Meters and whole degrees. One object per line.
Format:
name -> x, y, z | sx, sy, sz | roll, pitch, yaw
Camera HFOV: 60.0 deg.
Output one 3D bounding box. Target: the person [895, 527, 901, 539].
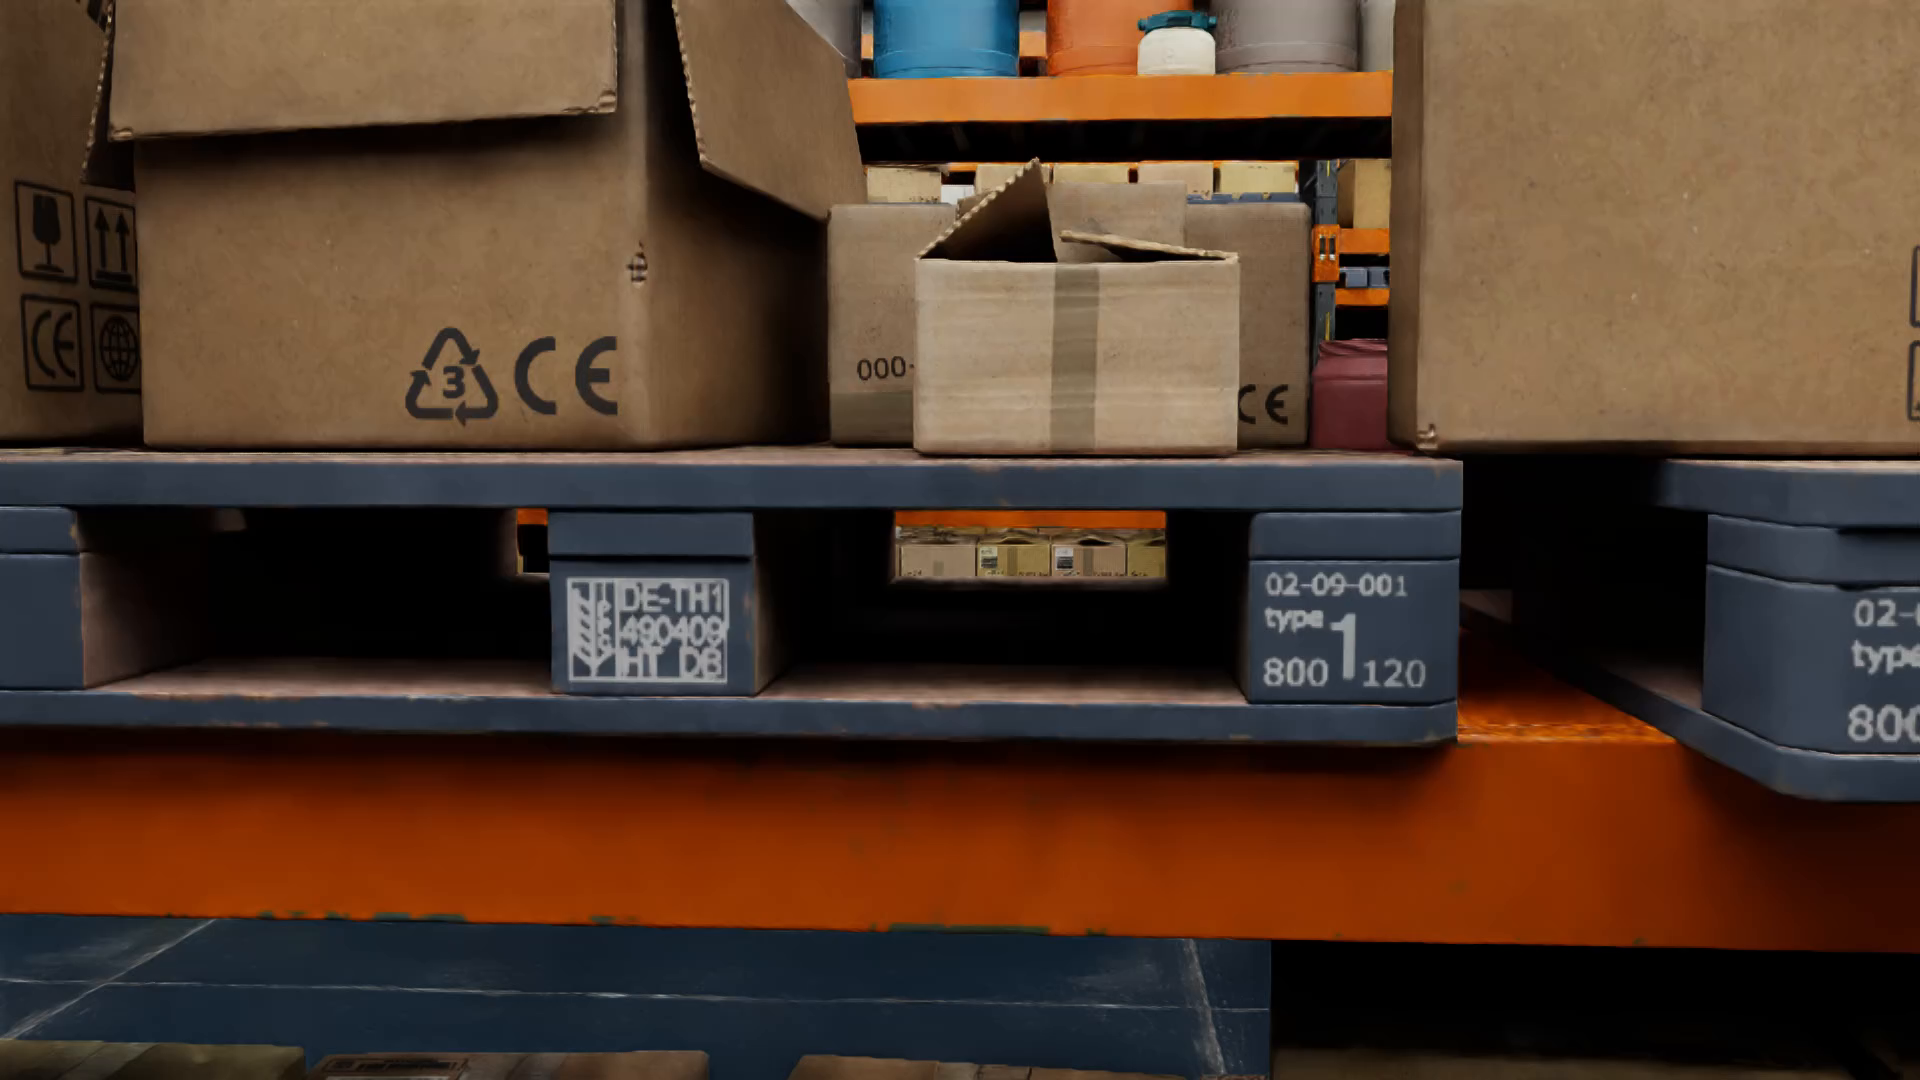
person -> -0.573, -0.035, 9.954 | 0.524, 1.732, 0.734 | 0, 4, -3
